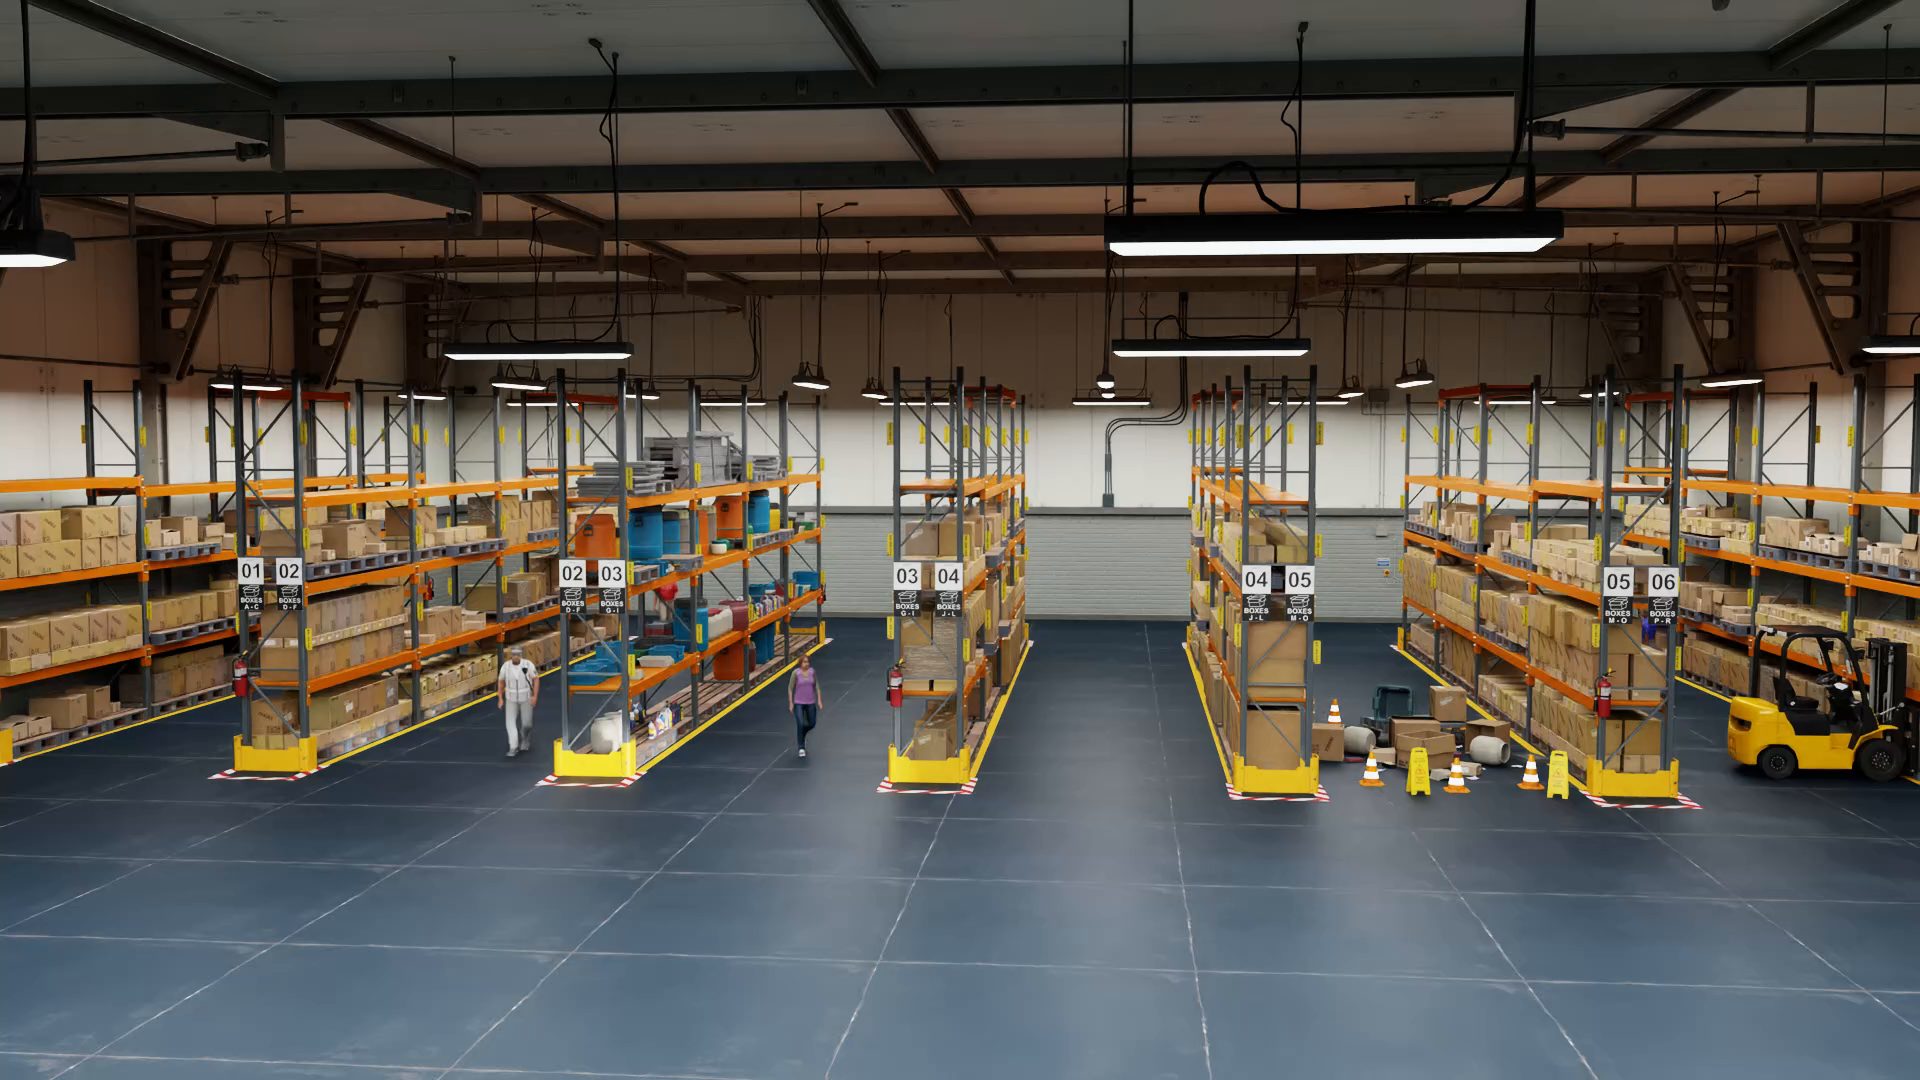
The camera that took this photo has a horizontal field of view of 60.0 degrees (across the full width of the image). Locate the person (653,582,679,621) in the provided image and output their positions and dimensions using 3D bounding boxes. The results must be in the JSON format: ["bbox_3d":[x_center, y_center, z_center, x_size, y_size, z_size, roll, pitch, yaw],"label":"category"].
[{"bbox_3d":[-7.192,1.612,40.829,0.629,1.702,0.955,-1,4,-16],"label":"person"}]

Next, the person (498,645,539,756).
[{"bbox_3d":[-6.980,2.509,26.304,0.635,1.745,0.598,0,4,-7],"label":"person"}]

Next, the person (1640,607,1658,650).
[{"bbox_3d":[13.543,2.171,32.701,0.452,1.697,0.558,-1,4,-14],"label":"person"}]

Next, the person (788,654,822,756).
[{"bbox_3d":[-2.454,2.573,26.206,0.522,1.583,0.673,-1,4,-22],"label":"person"}]
